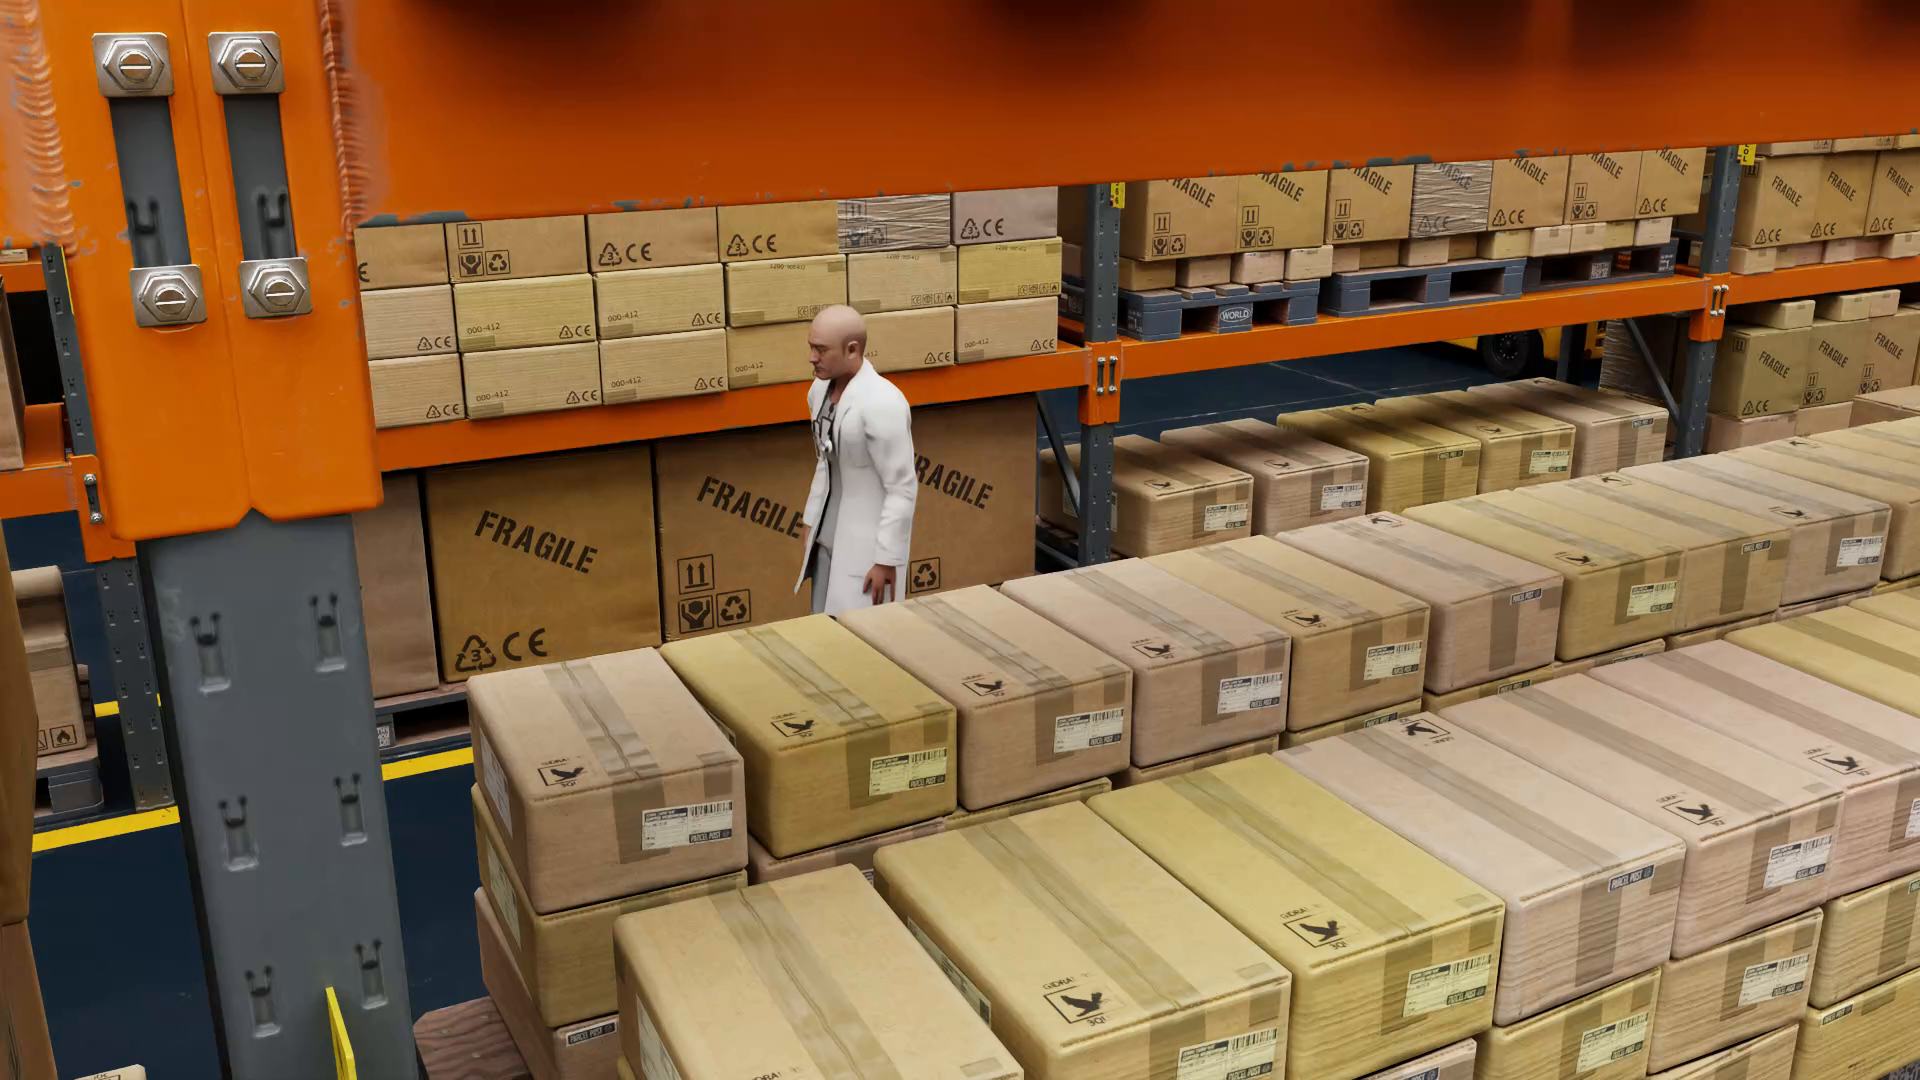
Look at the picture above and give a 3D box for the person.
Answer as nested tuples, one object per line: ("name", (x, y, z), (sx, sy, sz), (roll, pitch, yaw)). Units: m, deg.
("person", (-0.390, 0.023, 6.014), (0.429, 1.772, 0.642), (-11, 21, -29))
